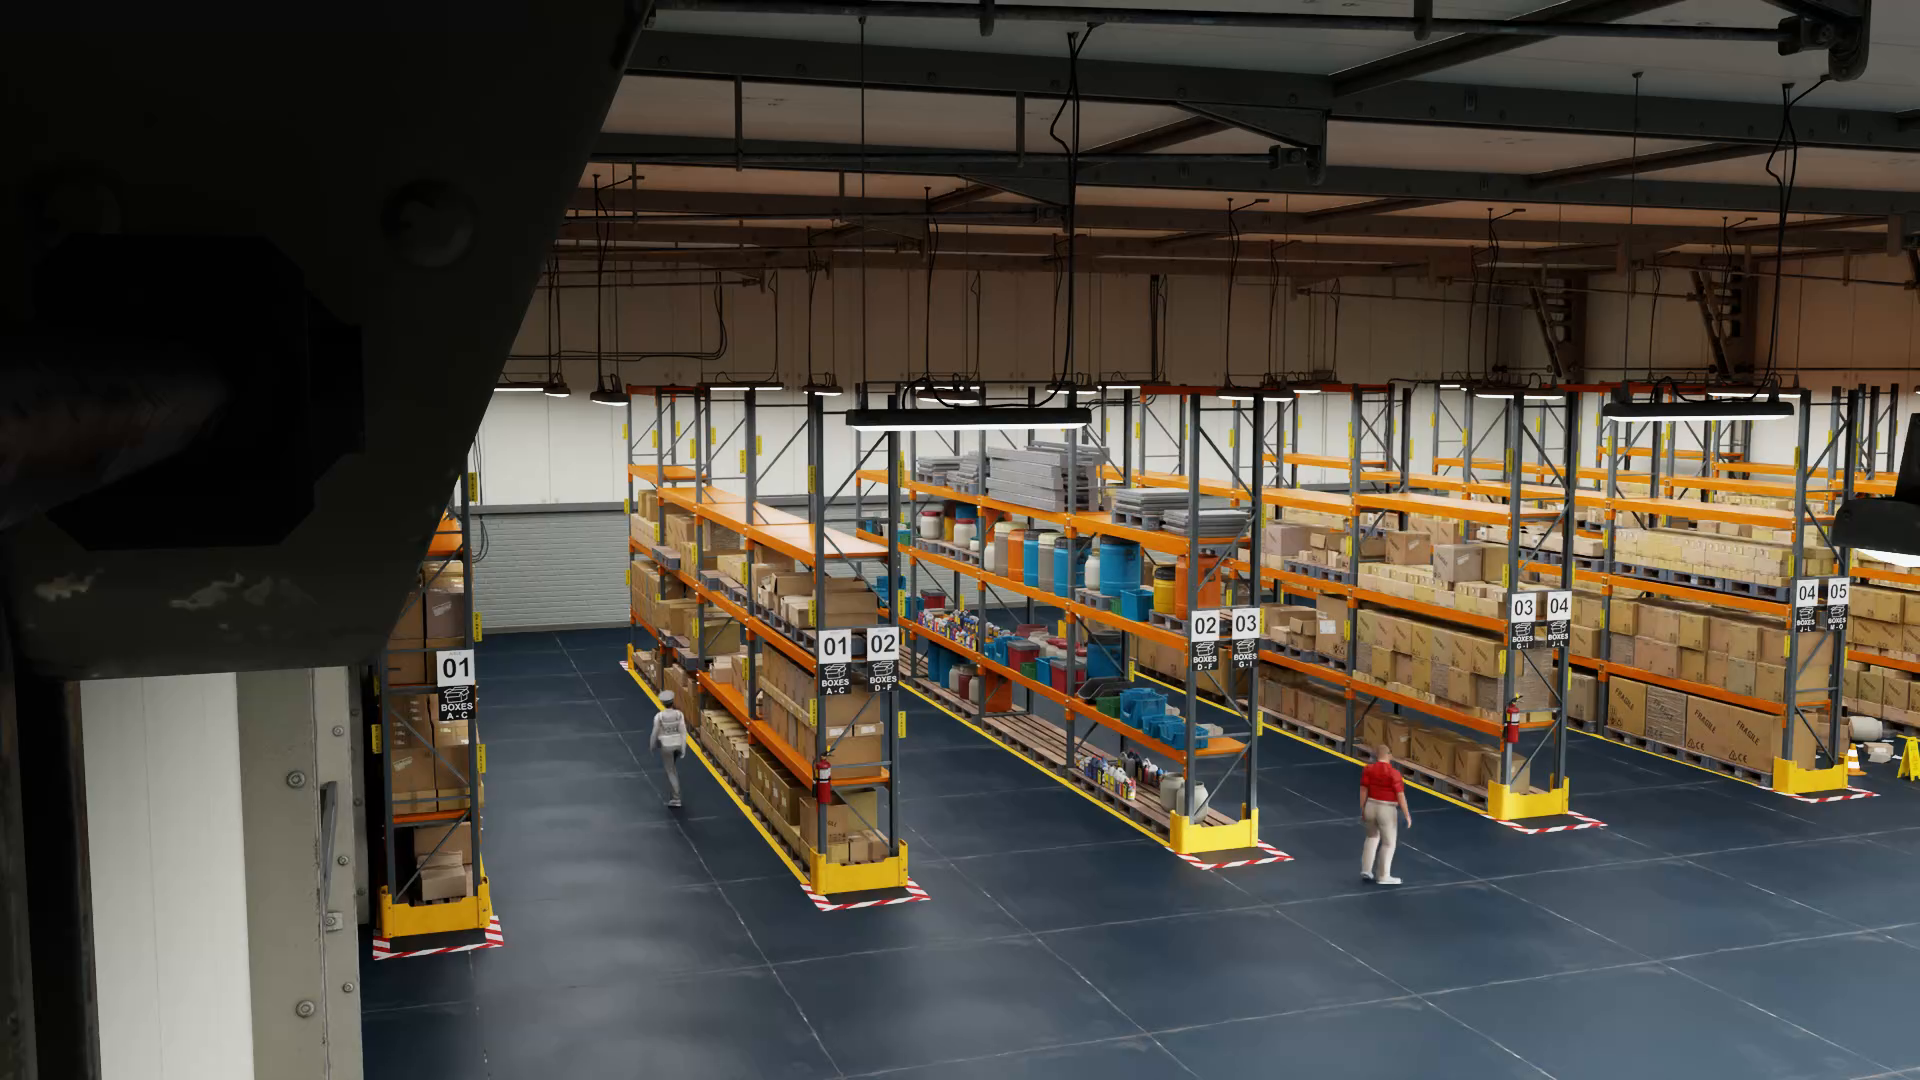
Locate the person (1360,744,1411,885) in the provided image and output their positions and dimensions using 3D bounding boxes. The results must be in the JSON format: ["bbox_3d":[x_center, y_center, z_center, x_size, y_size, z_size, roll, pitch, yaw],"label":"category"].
[{"bbox_3d":[5.229,3.403,20.457,0.378,1.792,0.626,-5,8,-41],"label":"person"}]

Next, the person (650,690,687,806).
[{"bbox_3d":[-4.211,3.034,24.036,0.528,1.742,0.482,4,7,37],"label":"person"}]

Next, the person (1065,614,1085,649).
[{"bbox_3d":[2.483,1.629,35.475,0.386,1.766,0.621,-2,6,-22],"label":"person"}]
